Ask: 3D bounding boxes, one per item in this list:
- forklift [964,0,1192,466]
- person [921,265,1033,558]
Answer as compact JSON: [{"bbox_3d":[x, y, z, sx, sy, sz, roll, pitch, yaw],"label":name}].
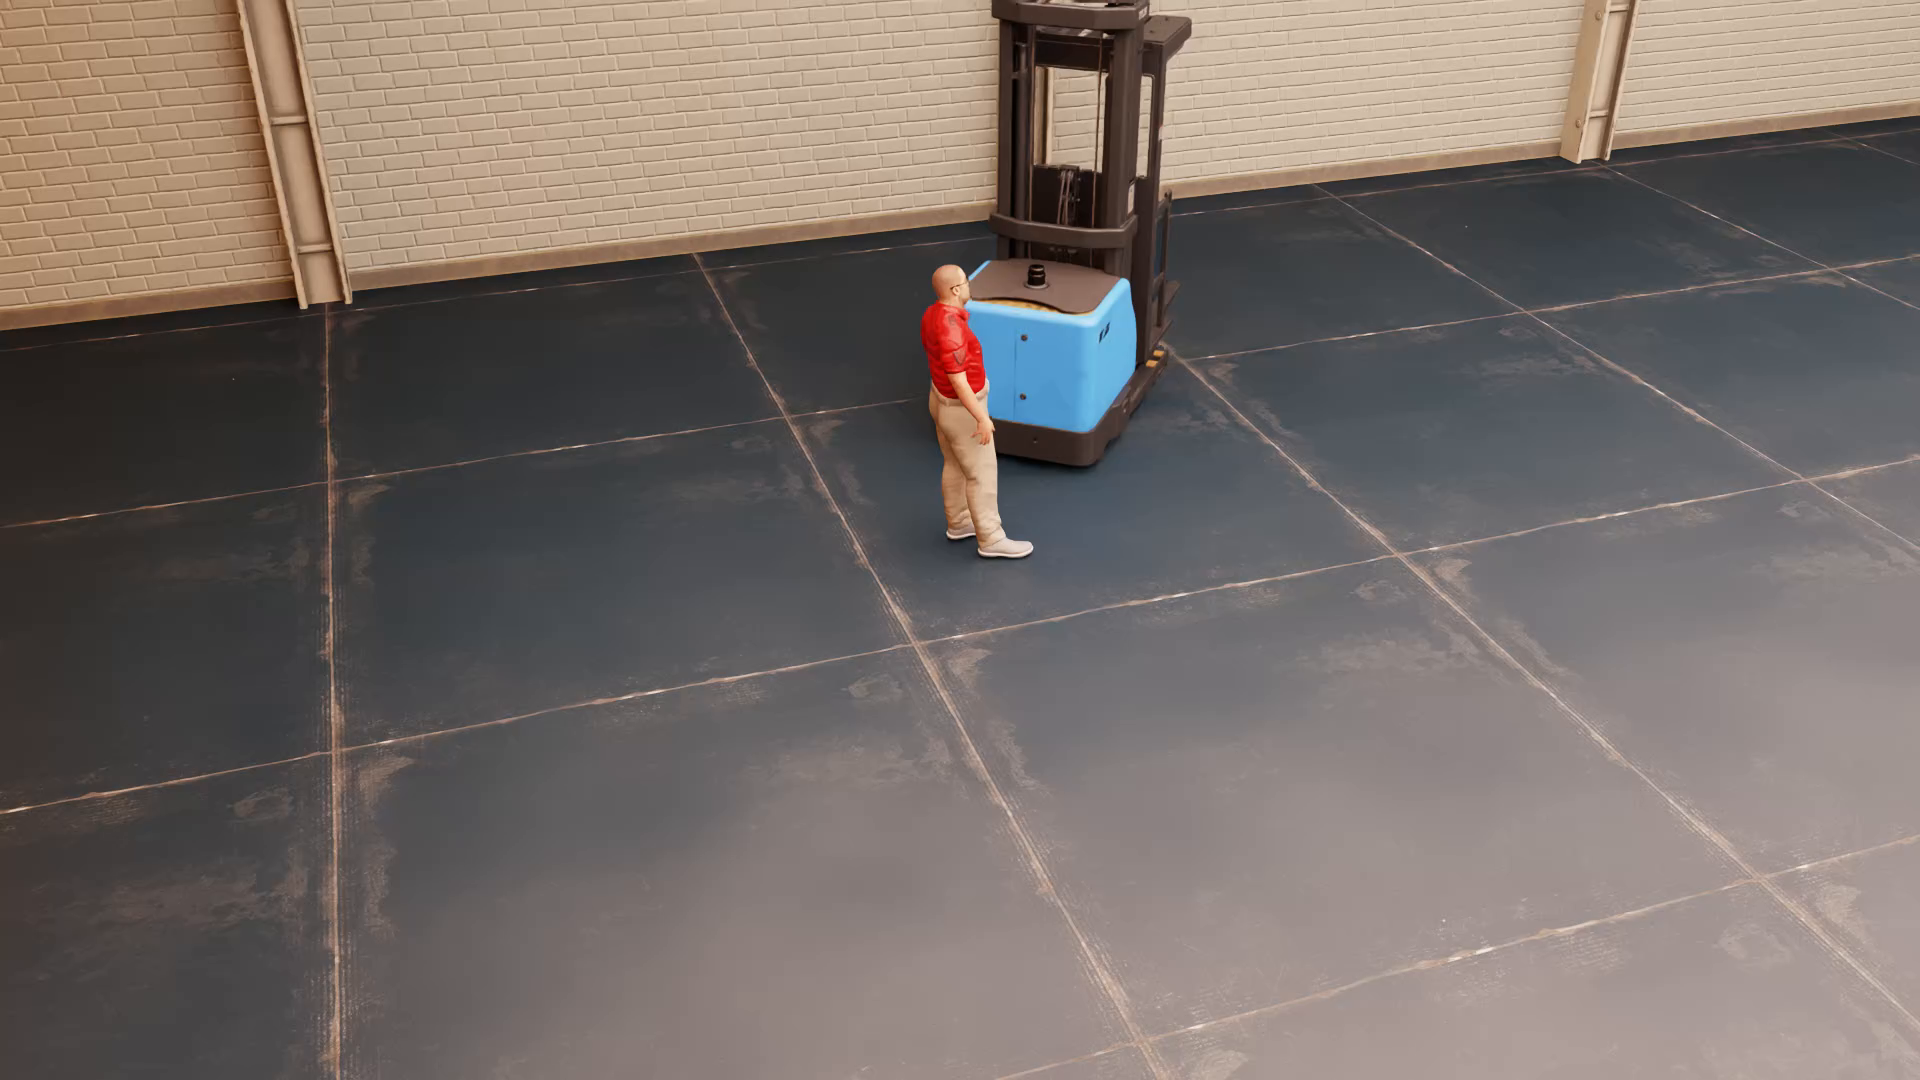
[{"bbox_3d":[0.885,-2.465,11.372,1.130,2.935,3.031,11,32,18],"label":"forklift"},{"bbox_3d":[0.089,-0.764,9.606,0.551,1.727,0.640,-10,31,-16],"label":"person"}]
